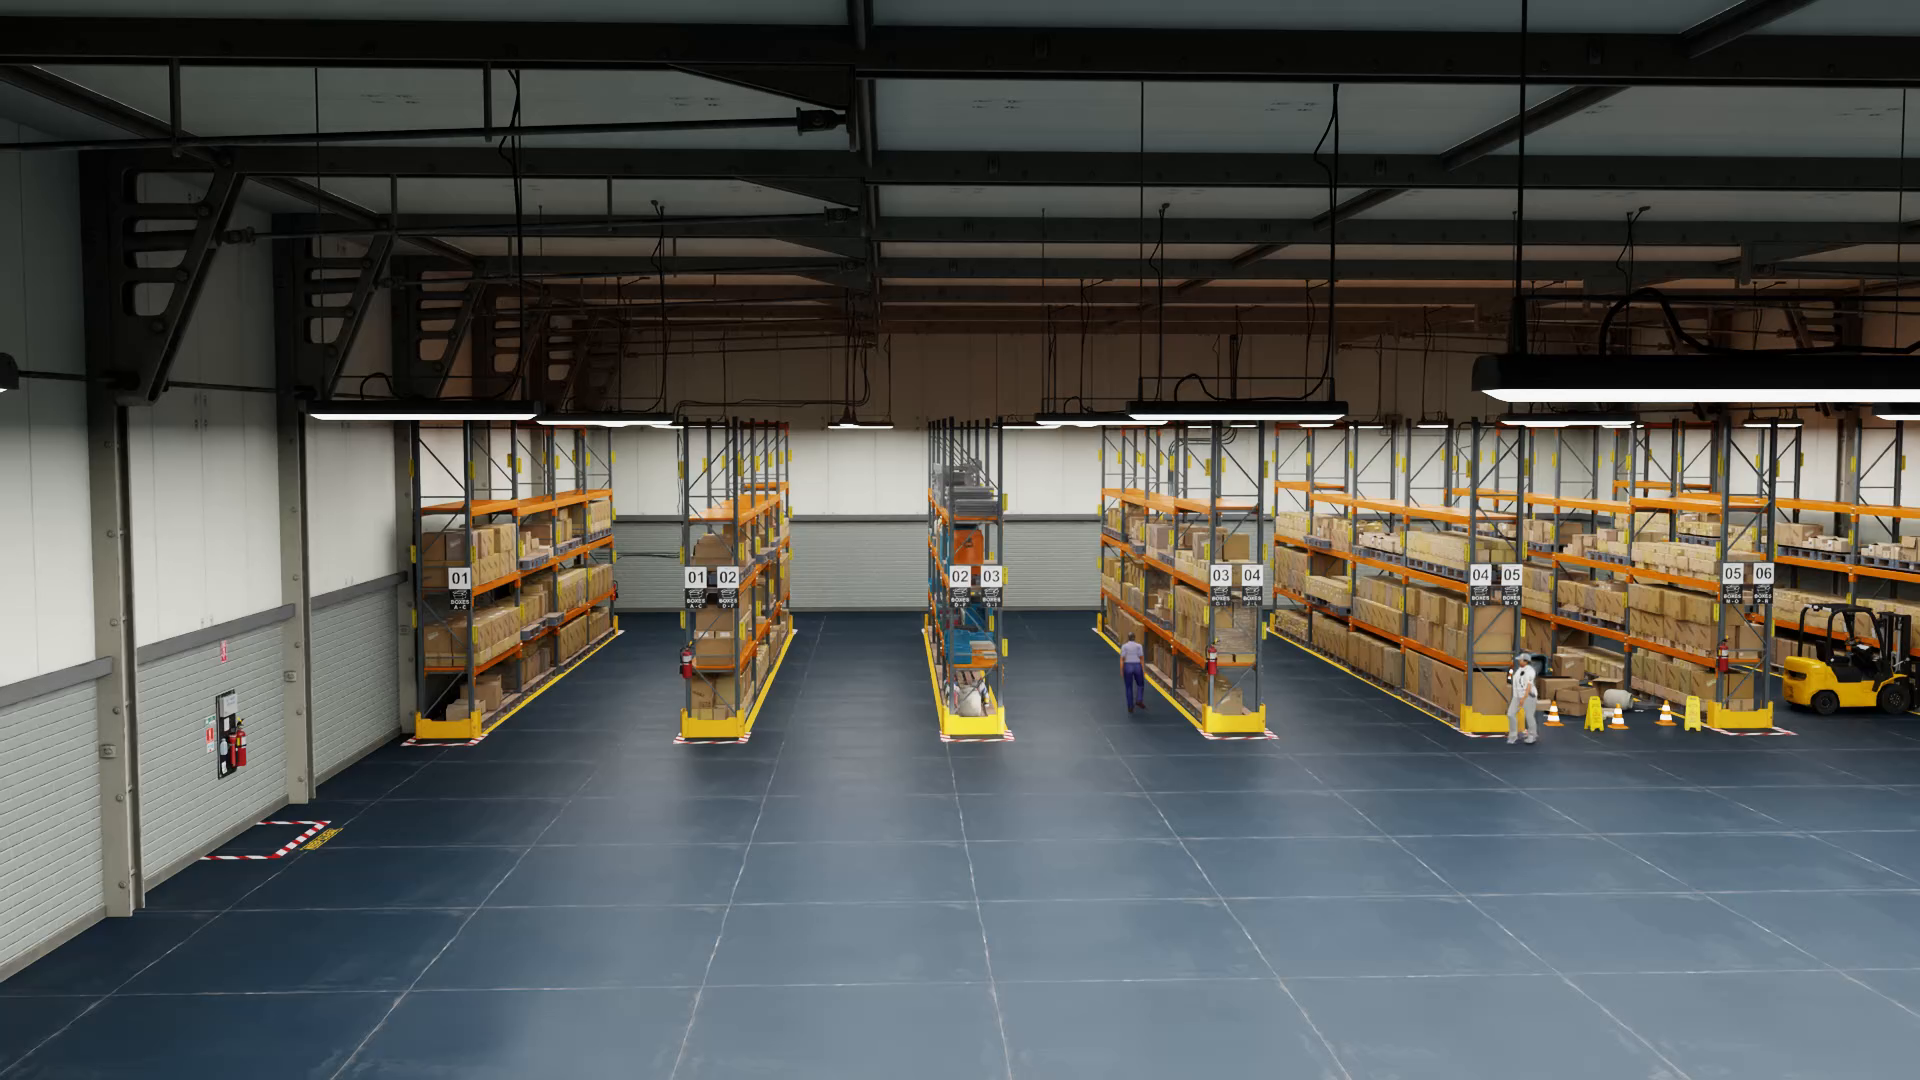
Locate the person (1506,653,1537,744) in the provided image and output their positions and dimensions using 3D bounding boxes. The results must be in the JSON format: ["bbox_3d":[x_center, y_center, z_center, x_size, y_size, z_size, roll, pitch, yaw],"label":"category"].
[{"bbox_3d":[10.335,2.936,30.451,0.576,1.738,0.452,-2,4,-29],"label":"person"}]

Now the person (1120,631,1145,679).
[{"bbox_3d":[3.520,2.360,33.976,0.511,0.968,0.284,0,4,4],"label":"person"}]
